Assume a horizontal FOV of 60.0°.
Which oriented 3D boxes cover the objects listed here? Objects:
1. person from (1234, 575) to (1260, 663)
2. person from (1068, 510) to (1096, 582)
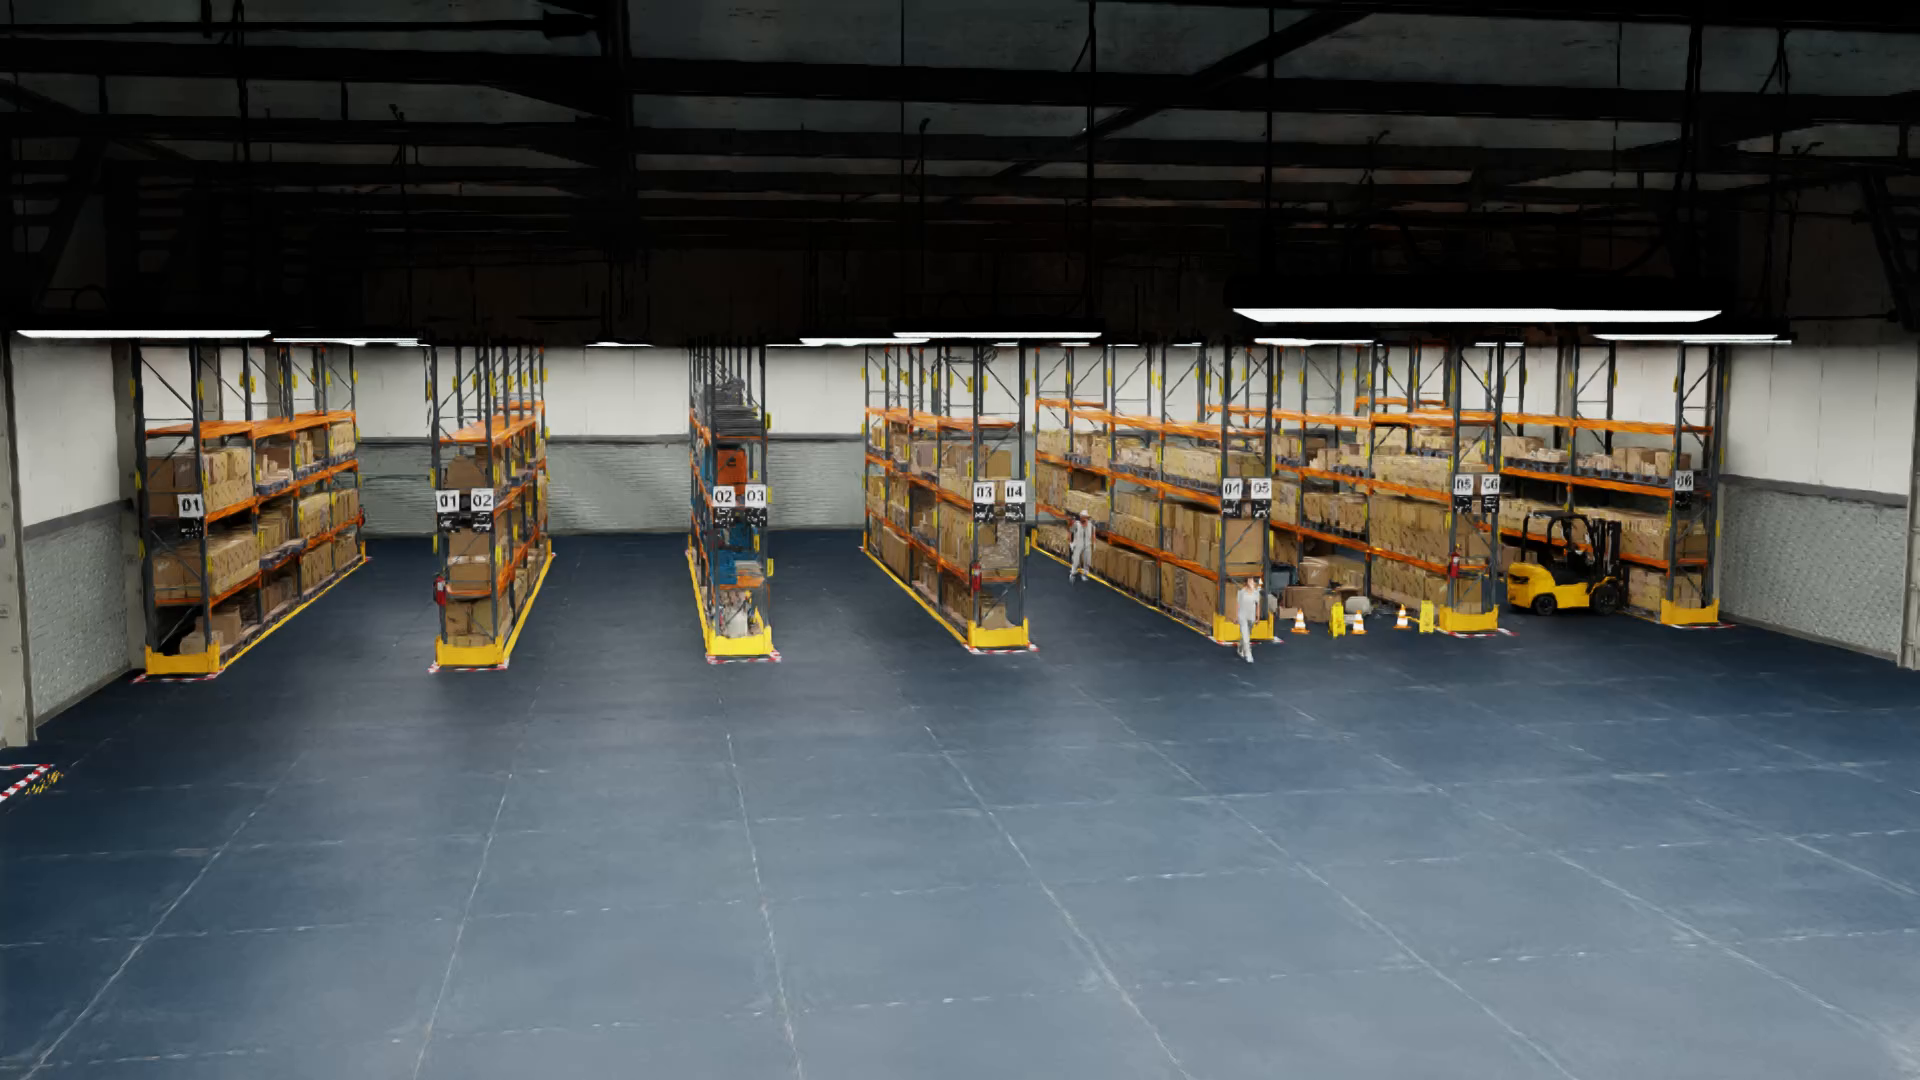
[{"bbox_3d":[5.308,1.419,30.574,0.445,1.591,1.110,-1,7,-13],"label":"person"},{"bbox_3d":[2.854,0.136,38.819,0.677,1.726,0.549,-1,7,-12],"label":"person"}]
